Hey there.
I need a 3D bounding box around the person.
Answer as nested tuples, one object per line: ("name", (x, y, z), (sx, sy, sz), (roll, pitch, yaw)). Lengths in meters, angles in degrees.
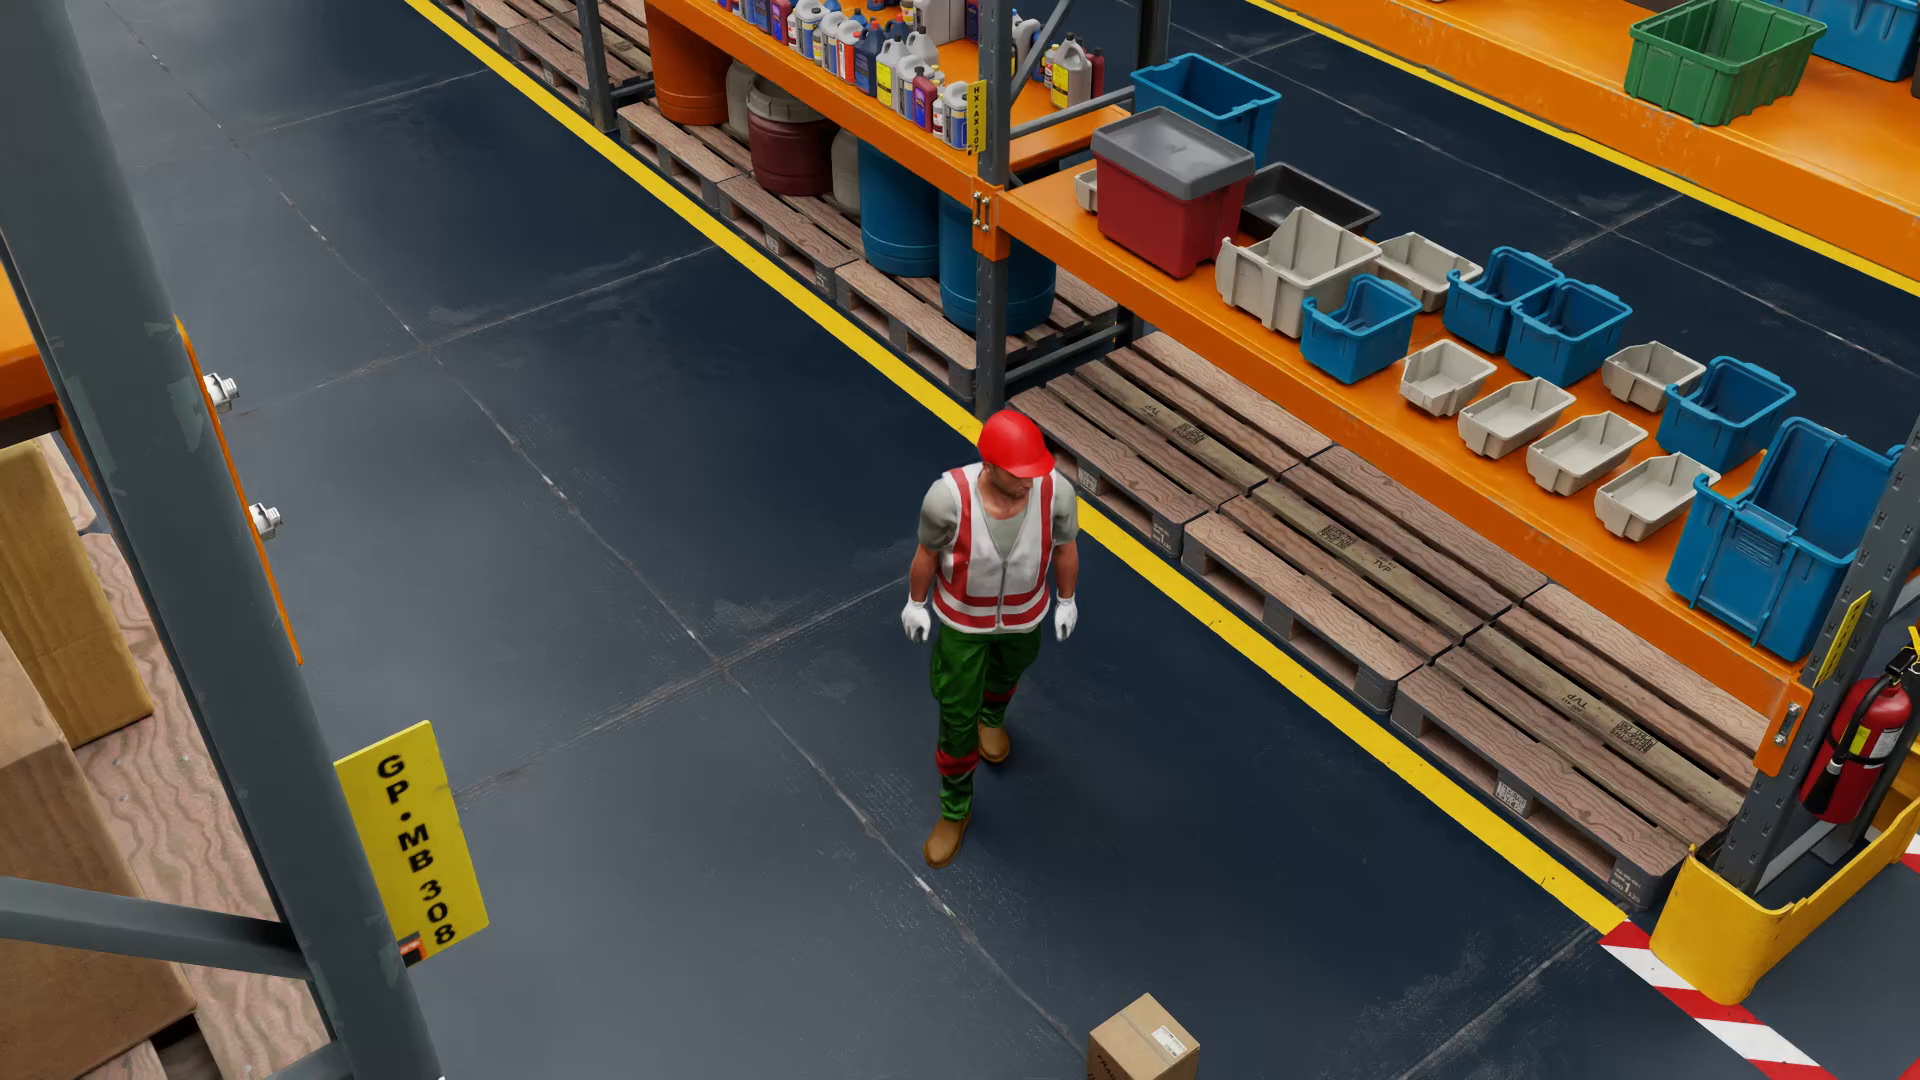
("person", (0.116, 0.265, 5.827), (0.625, 1.784, 0.729), (-7, 40, -9))
